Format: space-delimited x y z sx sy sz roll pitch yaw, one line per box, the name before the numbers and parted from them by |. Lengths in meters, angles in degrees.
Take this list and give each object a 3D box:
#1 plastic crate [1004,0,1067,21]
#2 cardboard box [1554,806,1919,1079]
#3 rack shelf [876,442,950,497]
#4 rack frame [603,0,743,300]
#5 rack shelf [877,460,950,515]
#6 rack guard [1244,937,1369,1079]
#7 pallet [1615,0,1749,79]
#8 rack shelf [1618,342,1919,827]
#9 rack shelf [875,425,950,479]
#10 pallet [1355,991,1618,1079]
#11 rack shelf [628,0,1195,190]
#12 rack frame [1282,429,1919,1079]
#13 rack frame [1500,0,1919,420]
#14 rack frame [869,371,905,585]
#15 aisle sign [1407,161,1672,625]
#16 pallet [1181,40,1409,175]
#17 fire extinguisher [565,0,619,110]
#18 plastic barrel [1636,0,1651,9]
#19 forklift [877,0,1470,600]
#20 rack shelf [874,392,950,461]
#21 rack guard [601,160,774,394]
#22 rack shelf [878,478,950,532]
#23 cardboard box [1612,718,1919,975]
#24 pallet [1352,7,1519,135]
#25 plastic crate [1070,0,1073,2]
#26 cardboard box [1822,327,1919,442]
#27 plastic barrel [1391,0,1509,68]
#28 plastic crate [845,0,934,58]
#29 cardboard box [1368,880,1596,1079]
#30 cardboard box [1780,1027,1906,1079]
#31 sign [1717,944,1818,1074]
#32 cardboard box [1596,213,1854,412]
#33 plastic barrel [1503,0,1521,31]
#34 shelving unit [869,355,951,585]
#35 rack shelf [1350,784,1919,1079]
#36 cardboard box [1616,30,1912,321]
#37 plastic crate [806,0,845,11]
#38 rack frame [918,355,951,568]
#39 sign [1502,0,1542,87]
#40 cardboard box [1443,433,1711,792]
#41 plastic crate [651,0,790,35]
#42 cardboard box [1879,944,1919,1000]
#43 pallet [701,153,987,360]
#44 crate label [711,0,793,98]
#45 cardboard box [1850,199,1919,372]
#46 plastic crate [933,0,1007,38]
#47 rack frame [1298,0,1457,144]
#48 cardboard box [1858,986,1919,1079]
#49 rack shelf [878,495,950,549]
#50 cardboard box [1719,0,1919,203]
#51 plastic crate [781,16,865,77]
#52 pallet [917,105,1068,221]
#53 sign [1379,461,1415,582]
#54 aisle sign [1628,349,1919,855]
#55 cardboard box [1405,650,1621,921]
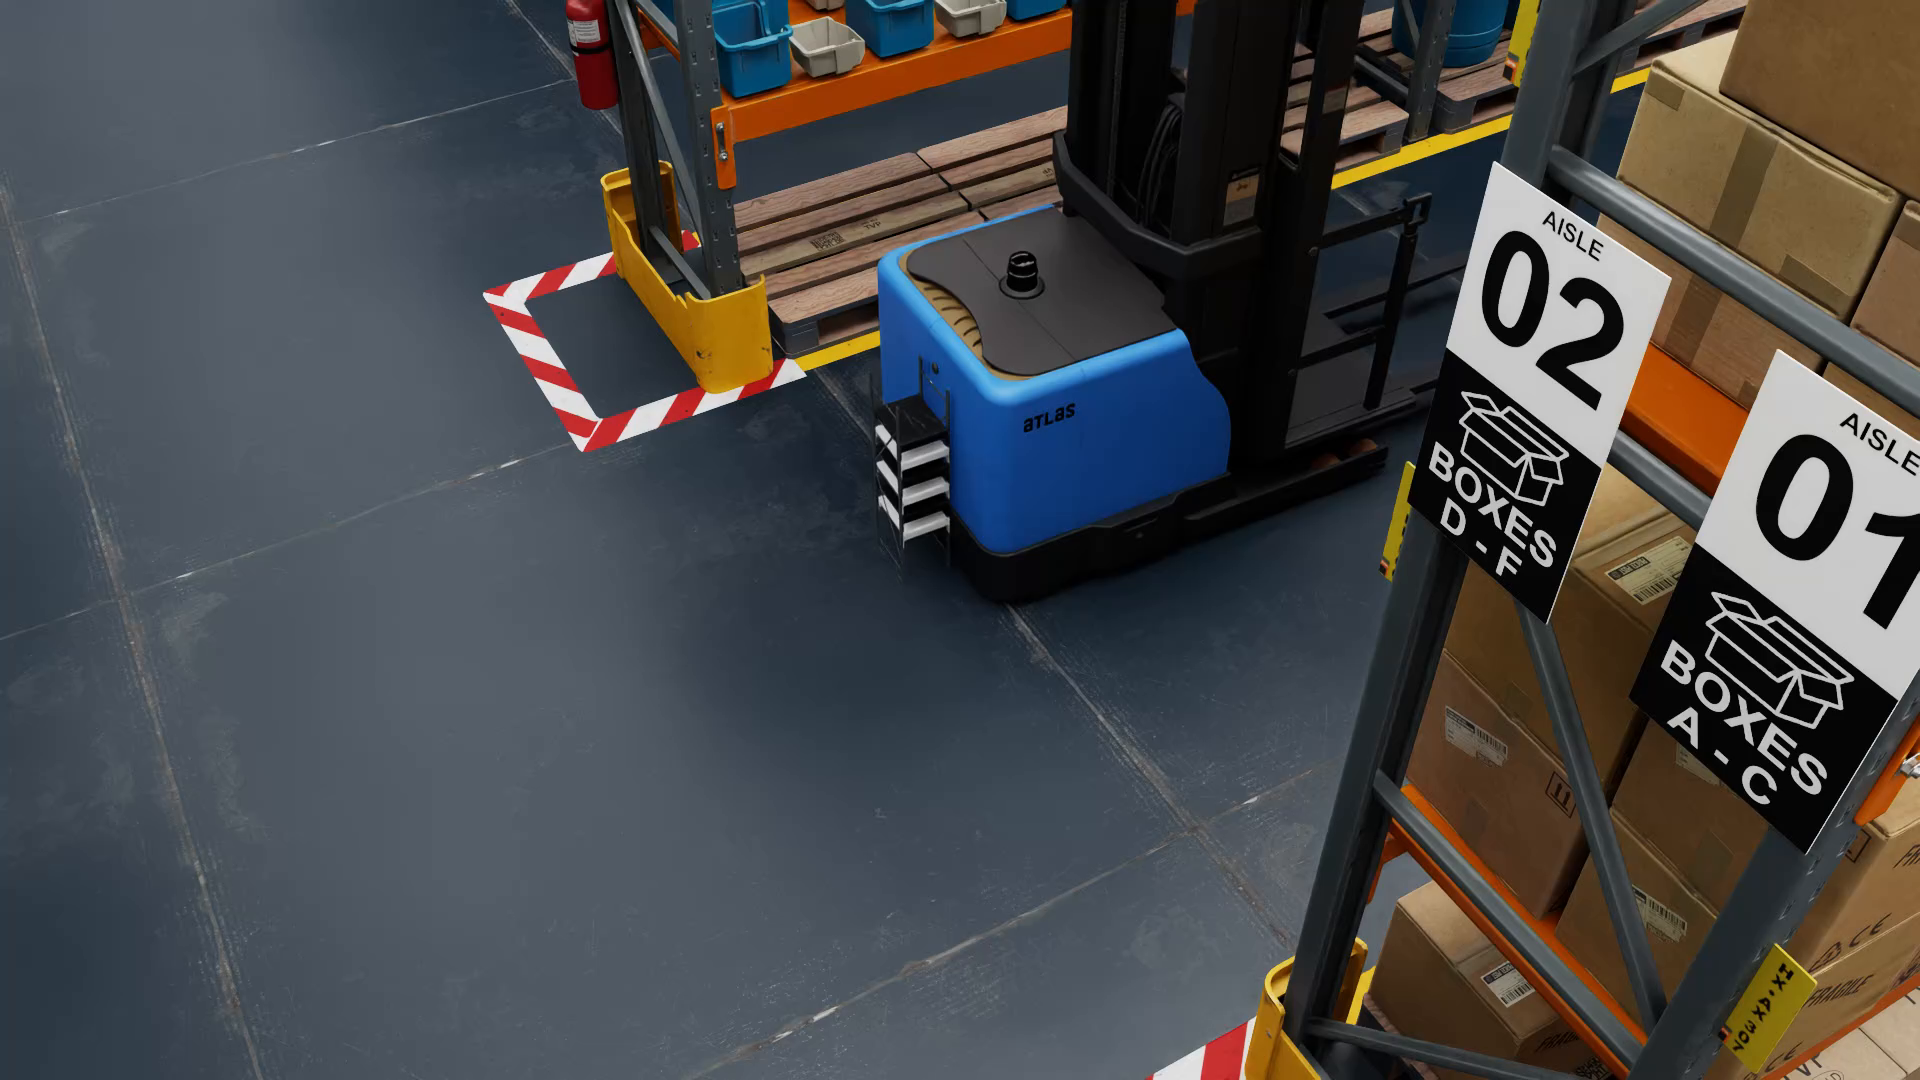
plastic crate | 0.273 -2.445 7.193 0.300 0.233 0.416 -22 48 -21
cardboard box | 1.734 0.822 3.678 0.500 0.500 0.500 -21 48 -20
rack shelf | -0.186 -0.295 6.327 0.200 0.077 0.258 -20 48 -19
rack frame | -1.247 -2.140 6.802 0.127 3.000 1.000 -22 48 -21
rack shelf | -0.186 -0.231 6.389 0.200 0.077 0.258 -20 48 -19
rack guard | 1.284 1.723 4.616 0.348 0.500 1.175 -22 48 -21
pallet | 3.971 -3.196 9.892 1.213 0.211 1.003 -22 48 -21
rack shelf | 2.952 -0.660 3.639 4.000 0.370 1.077 -22 48 -21
rack shelf | -0.186 -0.360 6.264 0.200 0.077 0.258 -20 48 -19
pallet | 1.975 1.549 5.002 1.213 0.211 1.003 -22 48 -21
rack shelf | 0.488 -2.576 7.767 4.000 0.370 1.077 -22 48 -21
rack frame | 1.218 0.852 3.718 0.127 3.000 1.000 -22 48 -21
rack frame | 1.218 -1.301 1.629 0.127 3.000 1.000 -22 48 -21
rack frame | -0.276 -0.222 6.332 0.006 0.900 0.240 -20 48 -19
aisle sign | 1.006 -0.242 2.979 0.004 0.787 0.394 -22 48 -21
pallet | 1.603 -2.249 8.916 1.213 0.211 1.003 -22 48 -21
fire extinguisher | -1.604 -2.201 7.187 0.183 0.674 0.296 -22 48 -21
plastic barrel | 3.850 -3.352 9.535 0.421 0.512 0.421 0 44 0
forklift | 1.216 -1.555 6.248 3.031 2.935 1.130 -20 48 -19
rack shelf | -0.186 -0.424 6.201 0.200 0.077 0.258 -20 48 -19
rack guard | -1.261 -1.227 7.655 0.348 0.500 1.175 -22 48 -21
rack shelf | -0.186 -0.166 6.452 0.200 0.077 0.258 -20 48 -19
cardboard box | 1.734 0.463 3.330 0.500 0.500 0.500 -20 48 -20
pallet | 2.912 -2.770 9.453 1.213 0.211 1.003 -22 48 -21
plastic crate | 0.533 -2.550 7.300 0.300 0.233 0.416 -22 48 -21
cardboard box | 1.790 -0.195 2.751 0.500 0.250 0.500 -22 48 -21
plastic barrel | 2.702 -3.104 9.000 0.708 0.901 0.600 -22 48 -21
plastic crate | -0.298 -2.217 6.958 0.300 0.233 0.416 -22 48 -21
cardboard box | 1.567 1.254 4.783 0.500 0.500 0.500 -22 48 -21
cardboard box | 2.264 1.490 4.719 0.500 0.250 0.500 -22 48 -21
sign | 1.488 0.869 3.079 0.005 0.325 0.100 -22 48 -21
cardboard box | 1.532 -0.508 3.073 0.500 0.250 0.500 -22 48 -21
plastic barrel | 3.316 -3.350 9.253 0.708 0.901 0.600 -22 48 -21
shelving unit | -0.186 -0.254 6.366 0.210 0.900 0.258 -20 48 -19
rack shelf | 2.952 0.416 4.684 4.000 0.370 1.077 -22 48 -21
cardboard box | 1.536 -0.682 2.894 0.500 0.250 0.500 -22 48 -21
plastic crate | -0.630 -2.459 7.277 0.243 0.136 0.396 -22 48 -21
rack frame | -0.096 -0.287 6.400 0.006 0.900 0.240 -20 48 -19
sign | 0.959 -0.884 2.718 0.005 0.325 0.100 -22 48 -21
cardboard box | 1.467 0.137 3.665 0.500 0.500 0.500 -22 48 -21
plastic crate | -1.049 -2.403 7.004 0.499 0.435 0.616 -22 48 -21
cardboard box | 2.179 0.639 3.866 0.500 0.500 0.500 -22 48 -21
pallet | -0.512 -1.402 8.043 1.213 0.211 1.003 -22 48 -21
crate label | -0.868 -1.989 6.722 0.303 0.233 0.416 -22 48 -21
cardboard box | 1.793 -0.371 2.573 0.500 0.250 0.500 -22 48 -21
plastic crate | 0.039 -2.251 7.062 0.298 0.136 0.250 -22 48 -21
rack frame | 2.222 -3.528 8.232 0.127 3.000 1.000 -22 48 -21
cardboard box | 2.698 1.317 4.898 0.500 0.250 0.500 -22 48 -21
rack shelf | -0.186 -0.101 6.515 0.200 0.077 0.258 -20 48 -19
cardboard box | 1.655 -0.807 2.484 0.500 0.500 0.700 -22 48 -21
plastic crate | -0.549 -2.015 6.819 0.298 0.136 0.250 -22 48 -21
pallet | 0.544 -1.823 8.477 1.213 0.211 1.003 -22 48 -21
sign | 0.959 -0.019 3.557 0.005 0.325 0.100 -22 48 -21
aisle sign | 1.305 0.120 2.606 0.004 0.787 0.394 -22 48 -21
cardboard box | 1.471 0.497 4.013 0.500 0.500 0.500 -20 48 -20
